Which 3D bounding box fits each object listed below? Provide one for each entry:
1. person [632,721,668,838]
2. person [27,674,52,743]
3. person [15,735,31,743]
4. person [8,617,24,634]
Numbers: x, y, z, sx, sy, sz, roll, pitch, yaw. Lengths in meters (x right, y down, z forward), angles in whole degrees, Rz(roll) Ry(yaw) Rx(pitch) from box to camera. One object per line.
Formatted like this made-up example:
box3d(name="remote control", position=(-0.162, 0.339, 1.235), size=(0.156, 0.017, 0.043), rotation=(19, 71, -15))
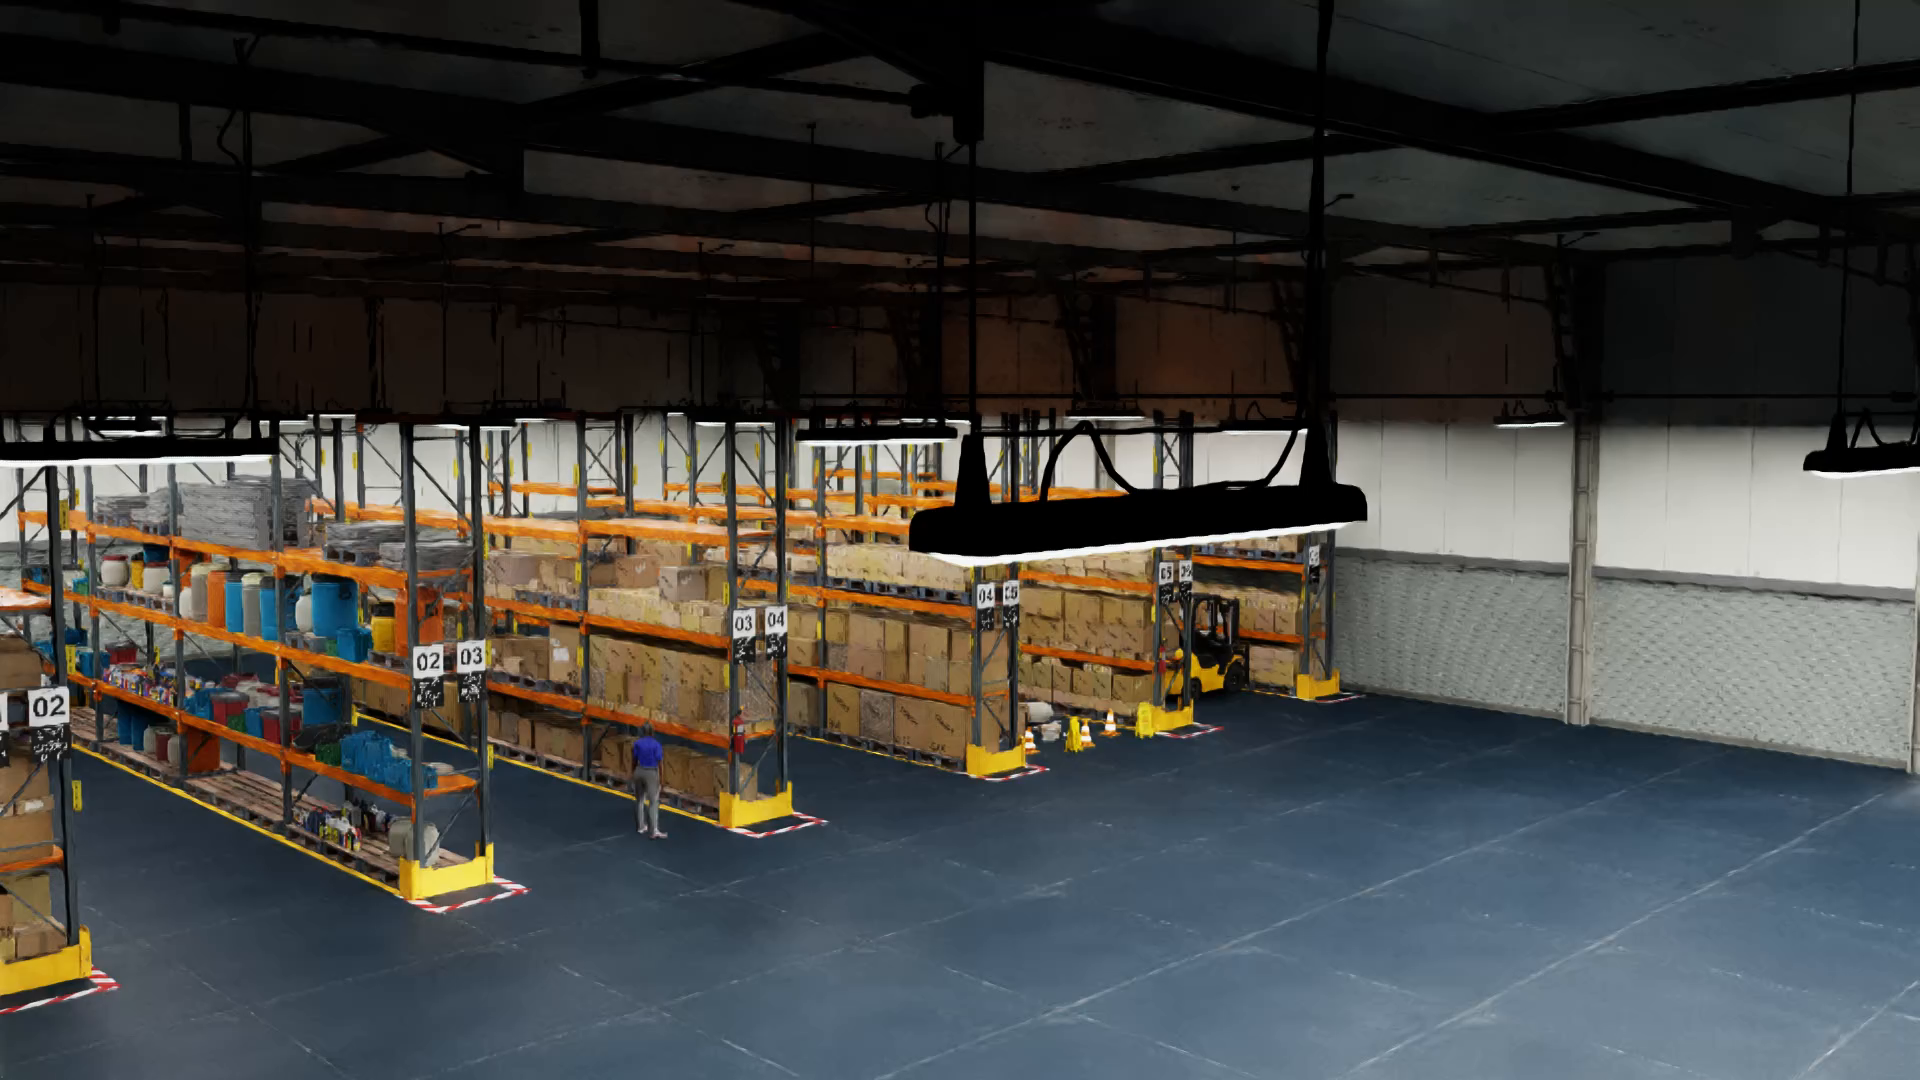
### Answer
box3d(name="person", position=(-4.457, 3.418, 23.860), size=(0.553, 1.667, 0.437), rotation=(1, 5, 15))
box3d(name="person", position=(-16.130, 2.929, 29.006), size=(0.561, 1.721, 1.028), rotation=(-3, 6, -33))
box3d(name="person", position=(-14.597, 3.320, 25.769), size=(0.948, 1.533, 0.432), rotation=(5, 7, 44))
box3d(name="person", position=(-20.250, 2.422, 35.766), size=(0.821, 1.593, 0.647), rotation=(3, 6, 28))
